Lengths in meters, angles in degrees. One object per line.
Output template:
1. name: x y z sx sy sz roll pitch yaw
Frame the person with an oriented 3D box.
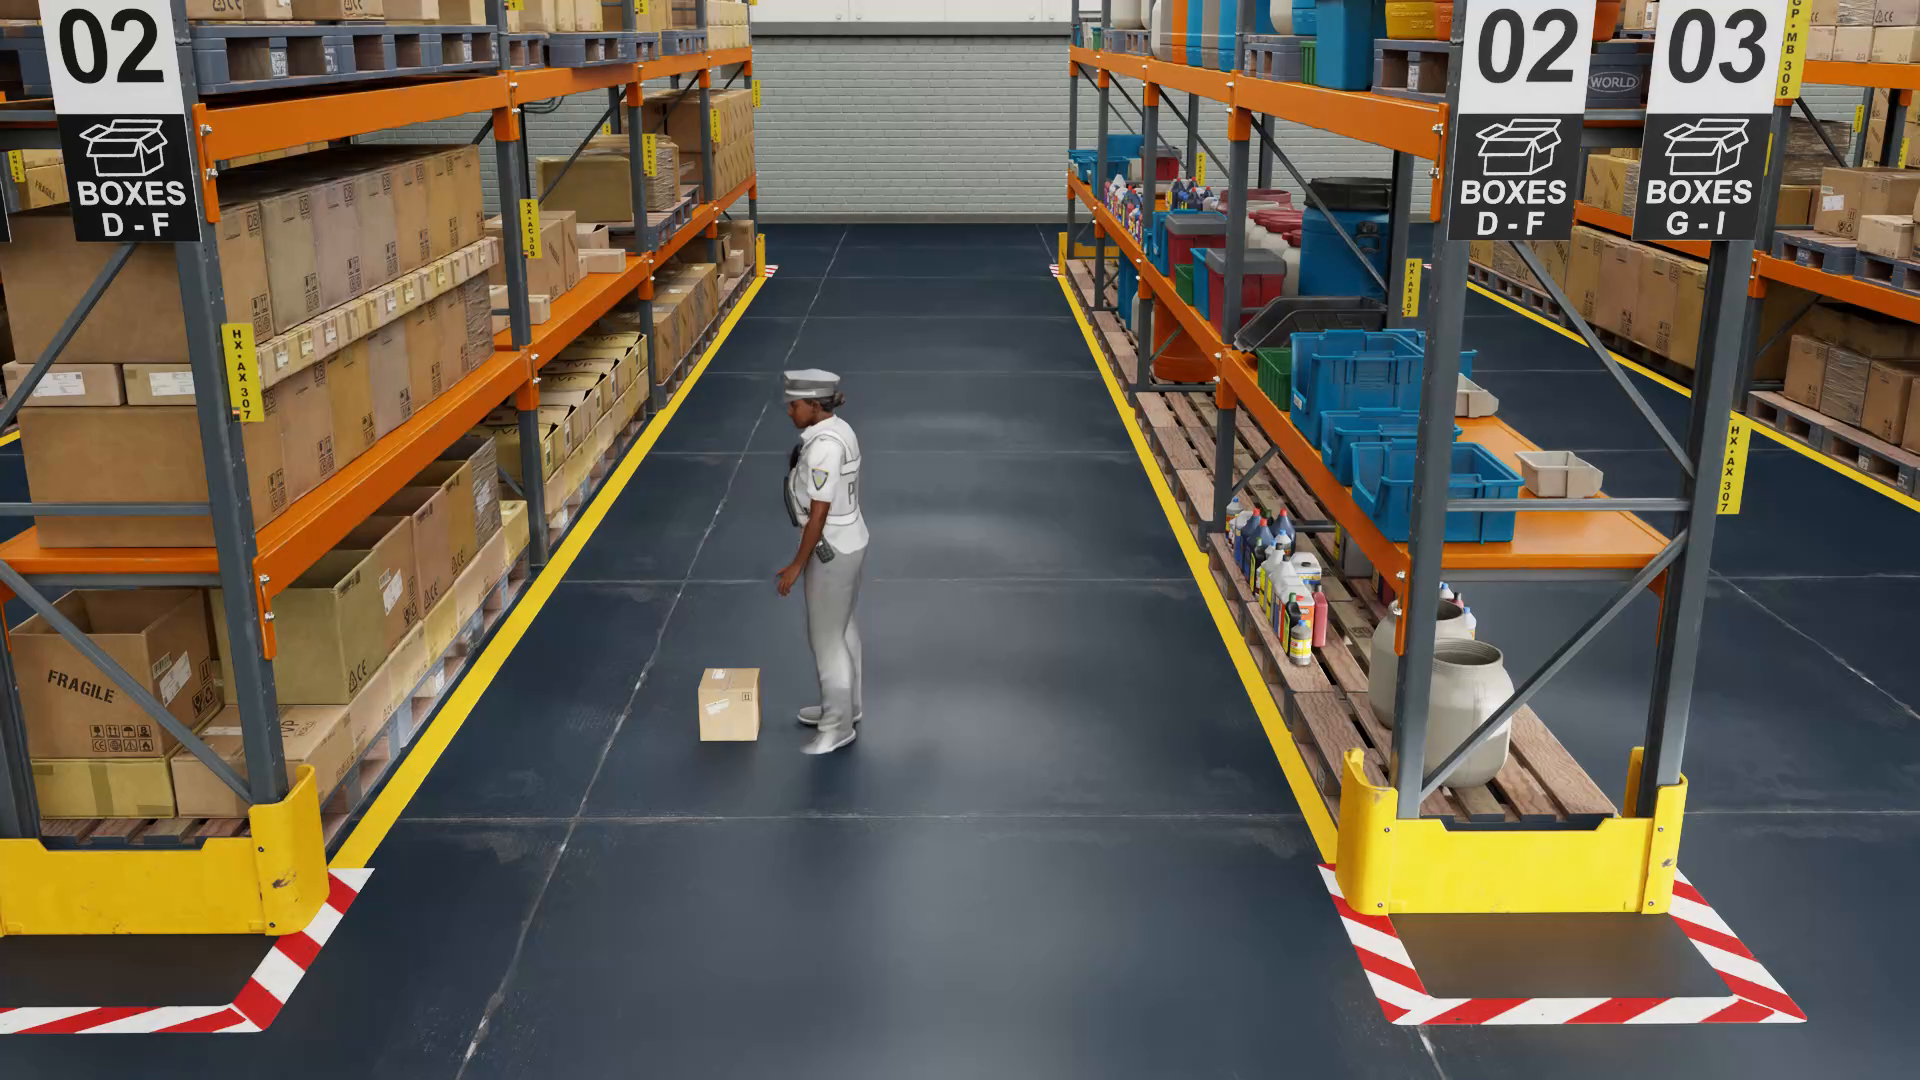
1. person: -0.597 0.099 7.293 0.392 1.713 0.471 0 17 1
